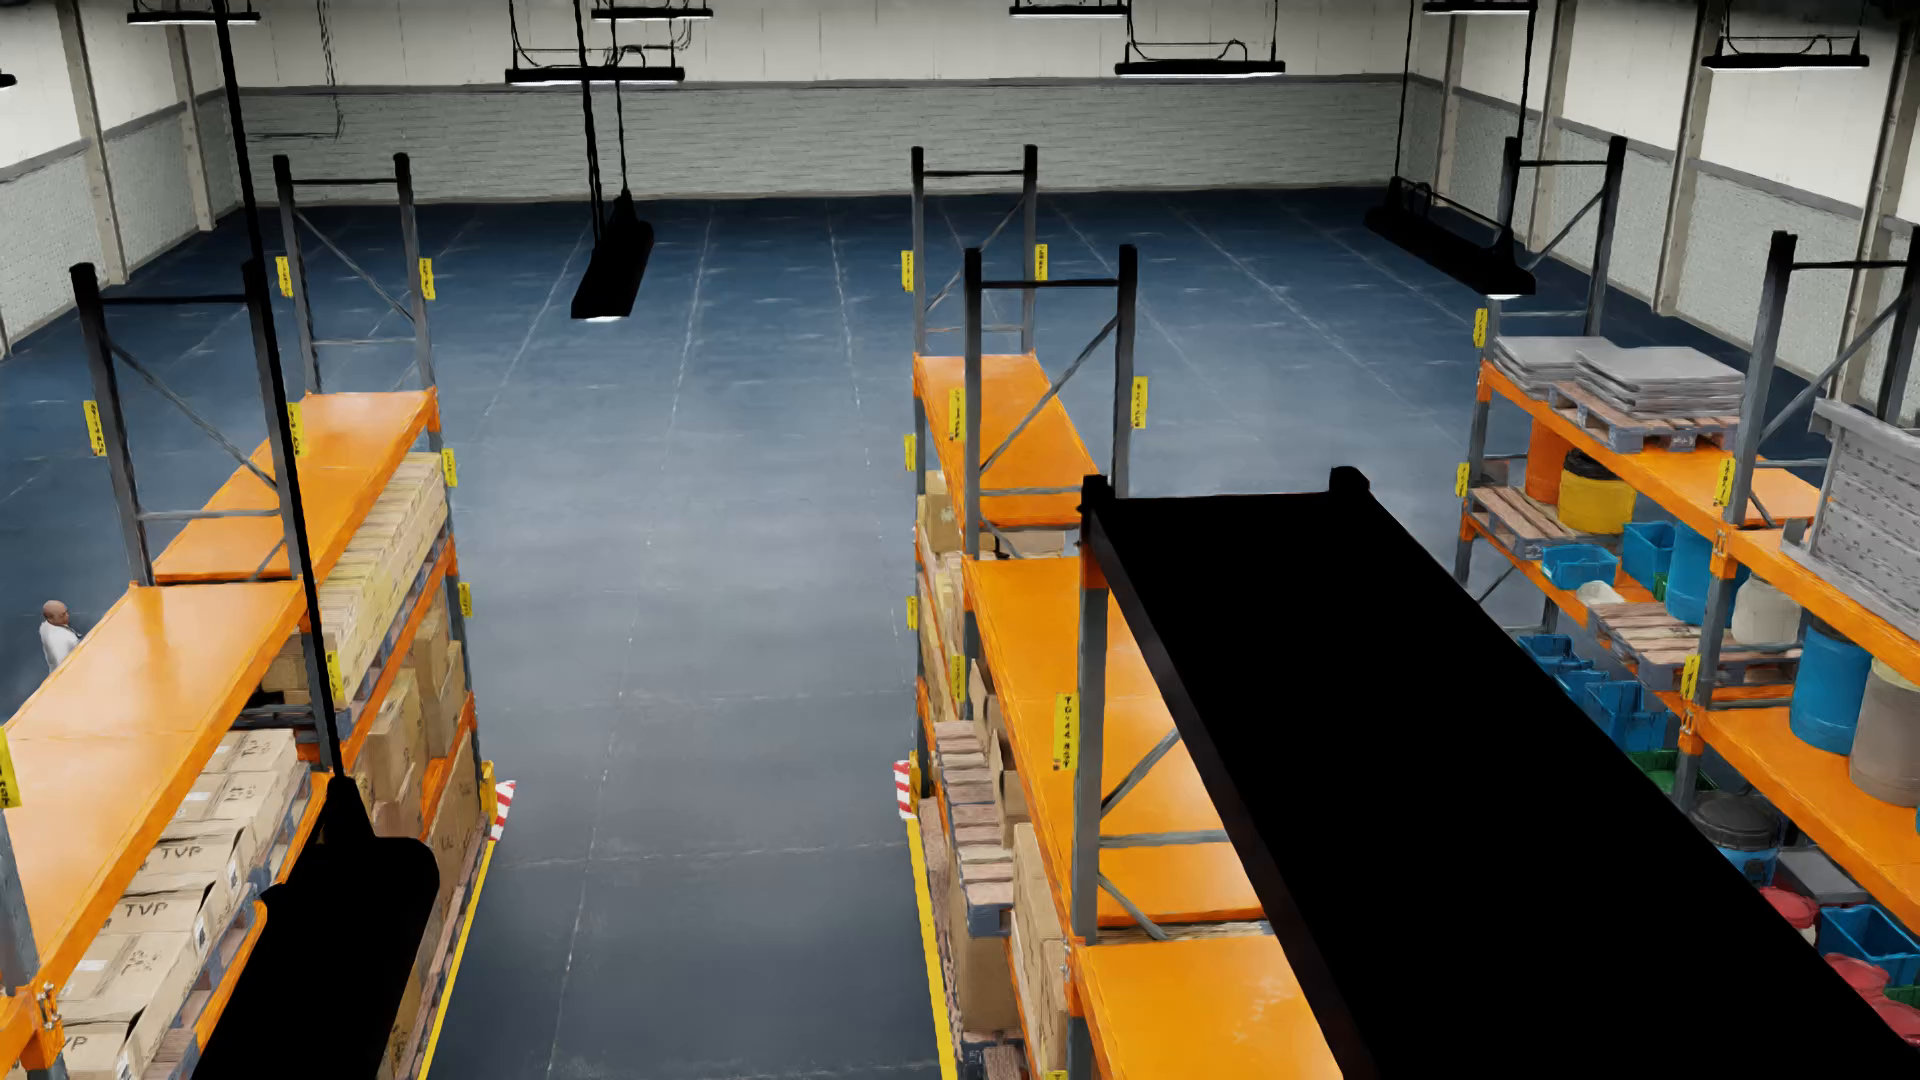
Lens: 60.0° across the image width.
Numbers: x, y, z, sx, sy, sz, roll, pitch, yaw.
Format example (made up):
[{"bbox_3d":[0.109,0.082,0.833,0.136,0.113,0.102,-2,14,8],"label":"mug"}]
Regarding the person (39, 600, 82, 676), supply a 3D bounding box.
[{"bbox_3d":[-8.463,1.369,15.748,0.454,1.773,0.687,-16,27,-35],"label":"person"}]
